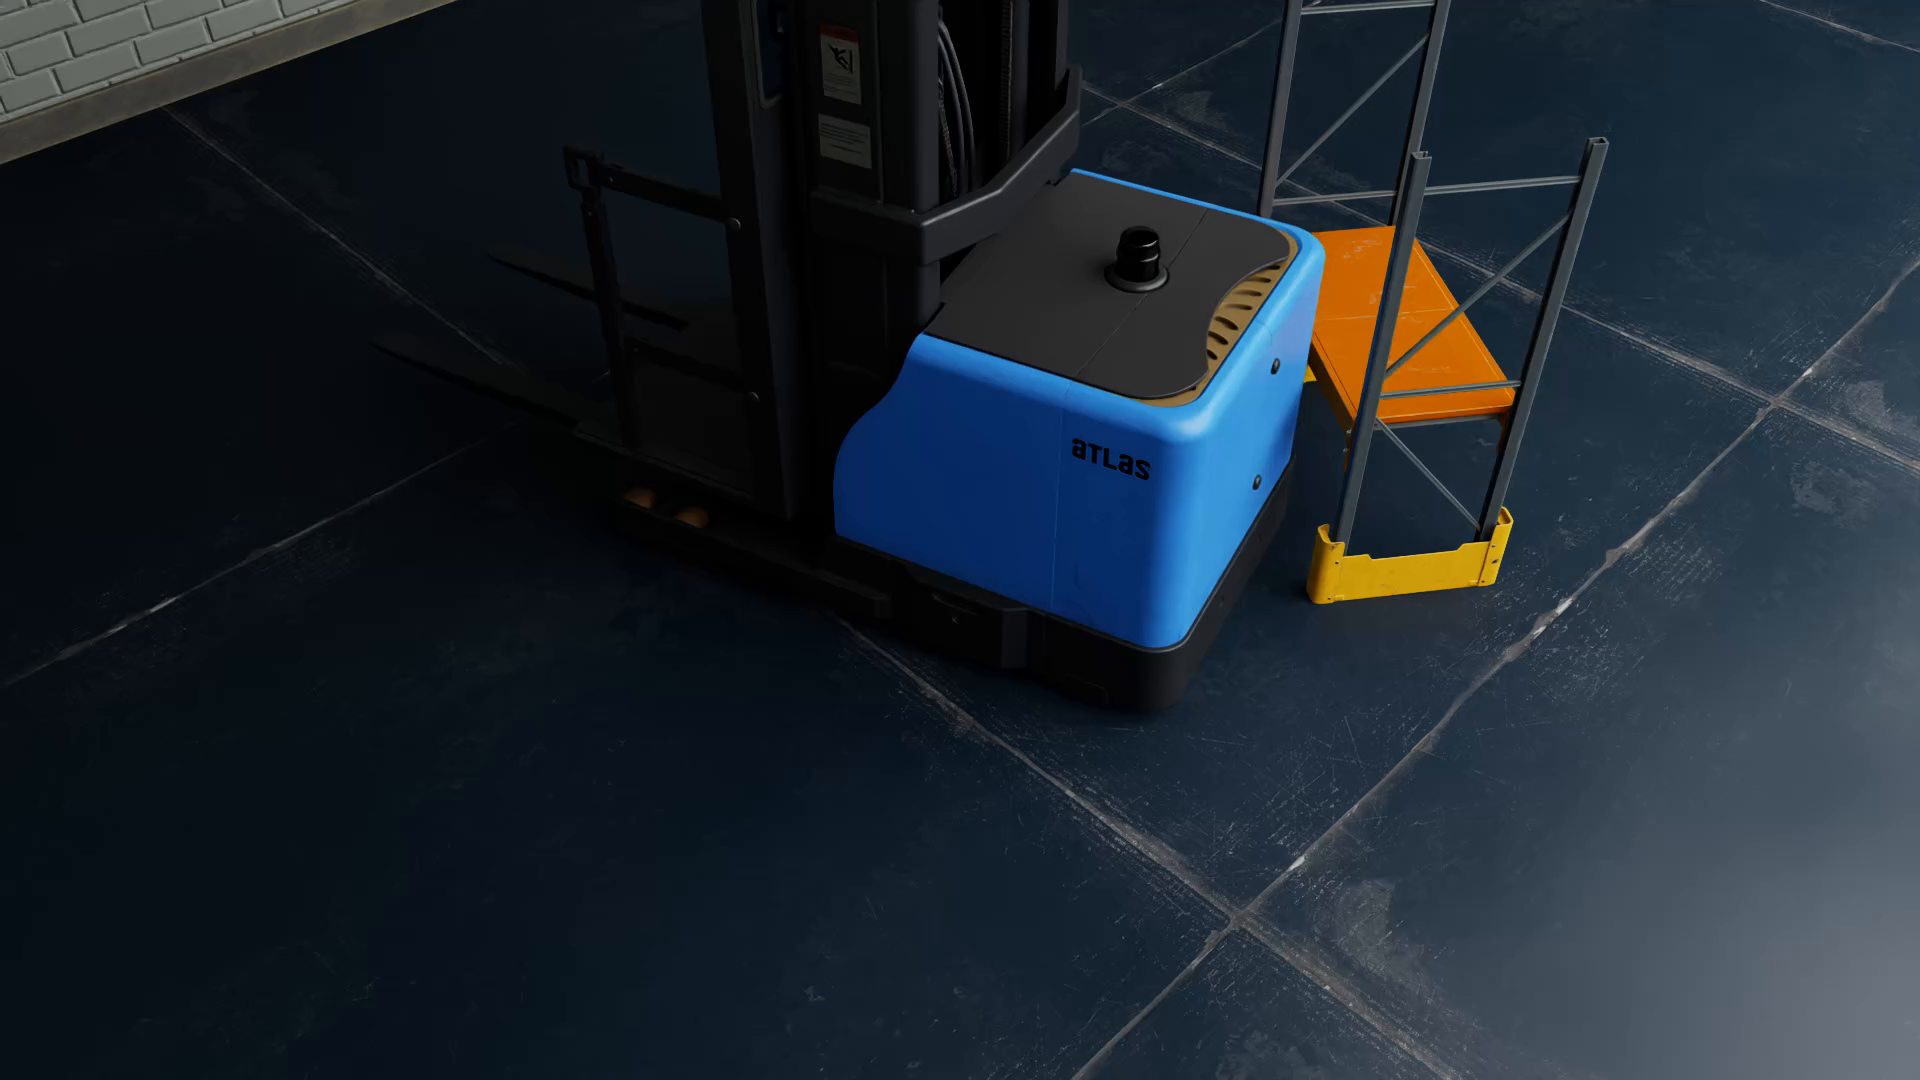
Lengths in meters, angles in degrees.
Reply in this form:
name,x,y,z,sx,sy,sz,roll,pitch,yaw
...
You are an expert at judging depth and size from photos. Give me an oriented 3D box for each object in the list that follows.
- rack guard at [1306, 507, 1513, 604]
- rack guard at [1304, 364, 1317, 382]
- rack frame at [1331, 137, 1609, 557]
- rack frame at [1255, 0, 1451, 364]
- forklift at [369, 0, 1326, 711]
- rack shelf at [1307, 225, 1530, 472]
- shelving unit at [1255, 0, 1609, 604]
name,x,y,z,sx,sy,sz,roll,pitch,yaw
rack guard,1.352,0.046,5.016,0.587,0.250,0.087,-6,43,-6
rack guard,1.201,-0.622,5.739,0.587,0.250,0.087,-6,43,-6
rack frame,1.352,-0.412,4.591,0.500,1.500,0.032,-6,43,-6
rack frame,1.198,-1.094,5.329,0.500,1.500,0.032,-6,43,-6
forklift,-0.522,-1.316,4.514,3.031,2.935,1.130,20,46,20
rack shelf,1.275,-0.621,5.082,0.538,0.185,1.000,-6,43,-6
shelving unit,1.276,-0.747,4.954,0.587,1.500,1.083,-6,43,-6
